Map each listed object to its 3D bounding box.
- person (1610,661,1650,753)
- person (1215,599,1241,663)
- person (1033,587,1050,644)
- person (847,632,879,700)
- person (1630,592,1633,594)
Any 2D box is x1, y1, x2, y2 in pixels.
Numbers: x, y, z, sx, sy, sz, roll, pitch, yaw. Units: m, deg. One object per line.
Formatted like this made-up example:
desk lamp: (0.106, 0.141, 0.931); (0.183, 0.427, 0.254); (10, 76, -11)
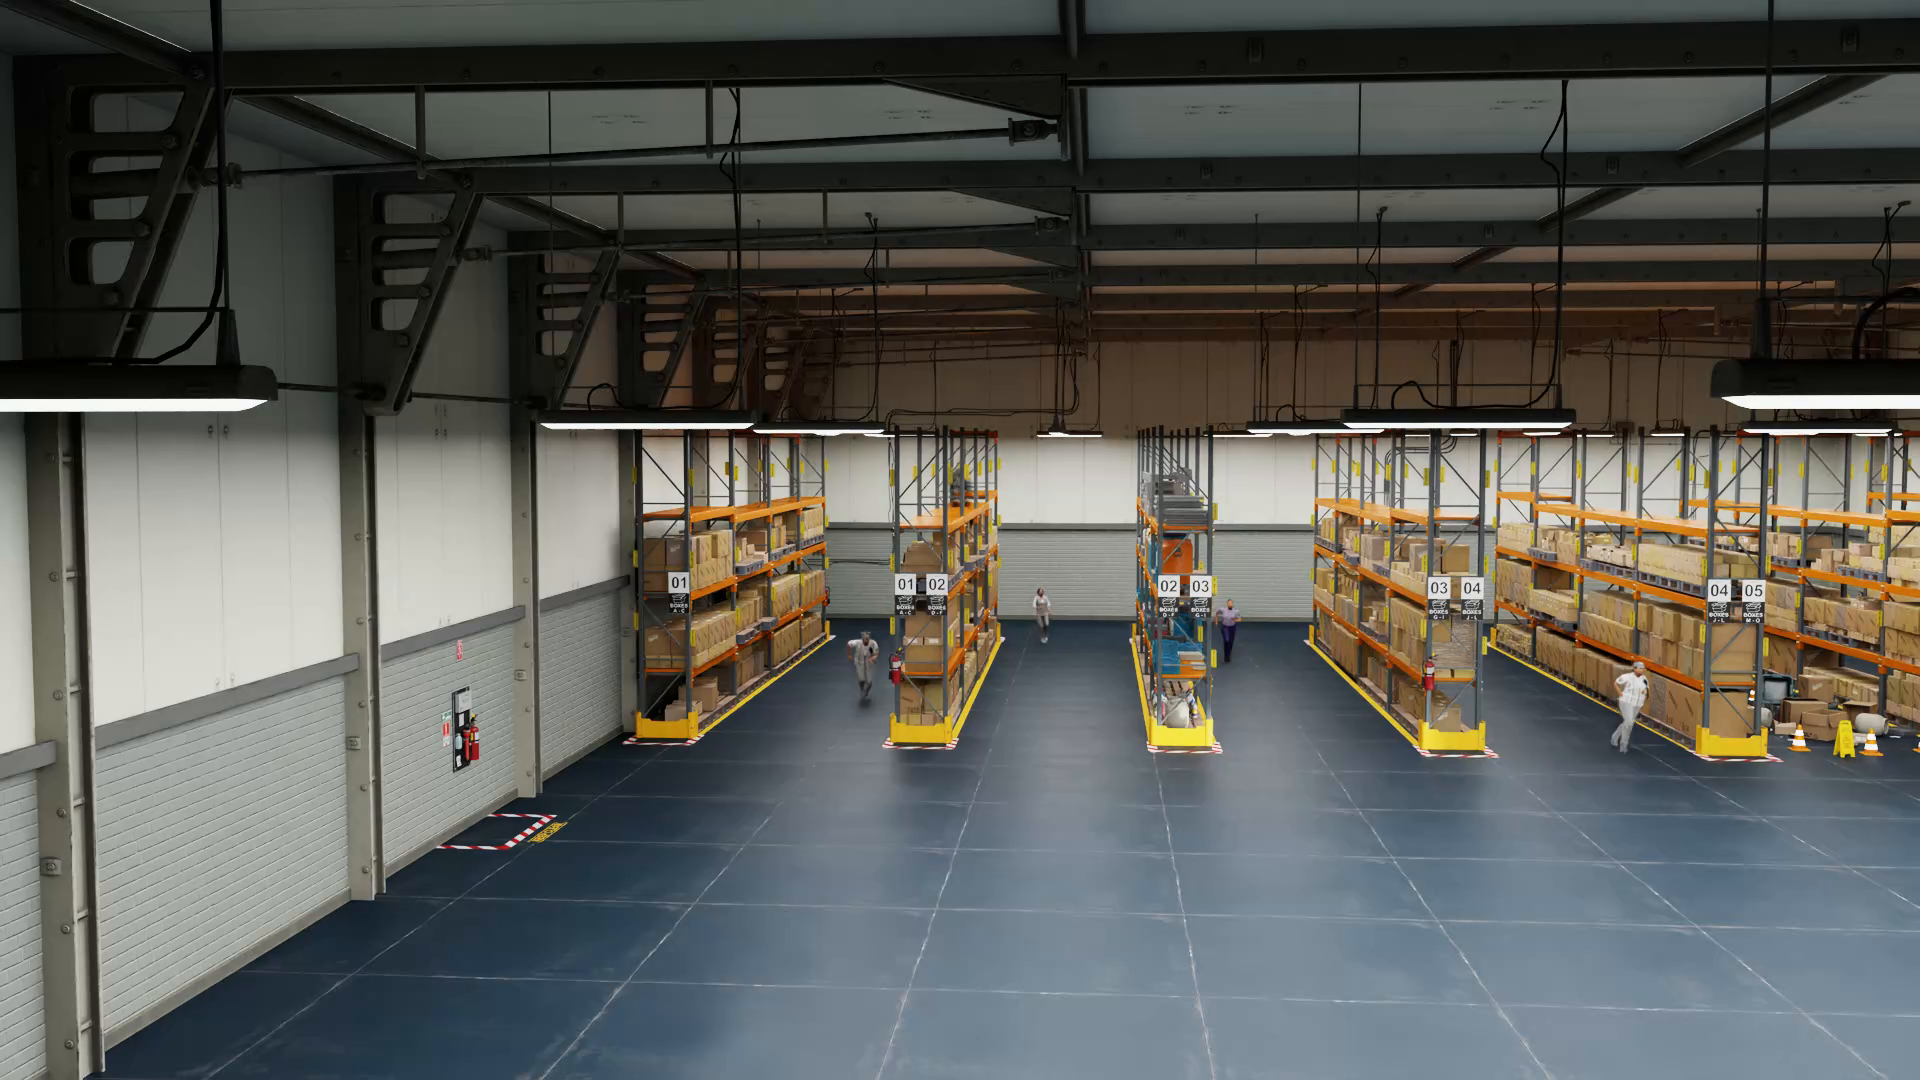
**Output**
person: (12.409, 3.080, 30.830); (0.717, 1.689, 0.678); (-1, 4, -16)
person: (6.906, 2.337, 42.812); (0.629, 1.647, 0.798); (0, 3, -1)
person: (2.299, 2.125, 46.811); (0.525, 1.595, 0.608); (0, 3, -5)
person: (-2.125, 2.756, 36.345); (0.694, 1.571, 0.883); (0, 3, -8)
person: (17.347, 2.245, 43.025); (0.691, 1.793, 0.891); (0, 3, -6)
